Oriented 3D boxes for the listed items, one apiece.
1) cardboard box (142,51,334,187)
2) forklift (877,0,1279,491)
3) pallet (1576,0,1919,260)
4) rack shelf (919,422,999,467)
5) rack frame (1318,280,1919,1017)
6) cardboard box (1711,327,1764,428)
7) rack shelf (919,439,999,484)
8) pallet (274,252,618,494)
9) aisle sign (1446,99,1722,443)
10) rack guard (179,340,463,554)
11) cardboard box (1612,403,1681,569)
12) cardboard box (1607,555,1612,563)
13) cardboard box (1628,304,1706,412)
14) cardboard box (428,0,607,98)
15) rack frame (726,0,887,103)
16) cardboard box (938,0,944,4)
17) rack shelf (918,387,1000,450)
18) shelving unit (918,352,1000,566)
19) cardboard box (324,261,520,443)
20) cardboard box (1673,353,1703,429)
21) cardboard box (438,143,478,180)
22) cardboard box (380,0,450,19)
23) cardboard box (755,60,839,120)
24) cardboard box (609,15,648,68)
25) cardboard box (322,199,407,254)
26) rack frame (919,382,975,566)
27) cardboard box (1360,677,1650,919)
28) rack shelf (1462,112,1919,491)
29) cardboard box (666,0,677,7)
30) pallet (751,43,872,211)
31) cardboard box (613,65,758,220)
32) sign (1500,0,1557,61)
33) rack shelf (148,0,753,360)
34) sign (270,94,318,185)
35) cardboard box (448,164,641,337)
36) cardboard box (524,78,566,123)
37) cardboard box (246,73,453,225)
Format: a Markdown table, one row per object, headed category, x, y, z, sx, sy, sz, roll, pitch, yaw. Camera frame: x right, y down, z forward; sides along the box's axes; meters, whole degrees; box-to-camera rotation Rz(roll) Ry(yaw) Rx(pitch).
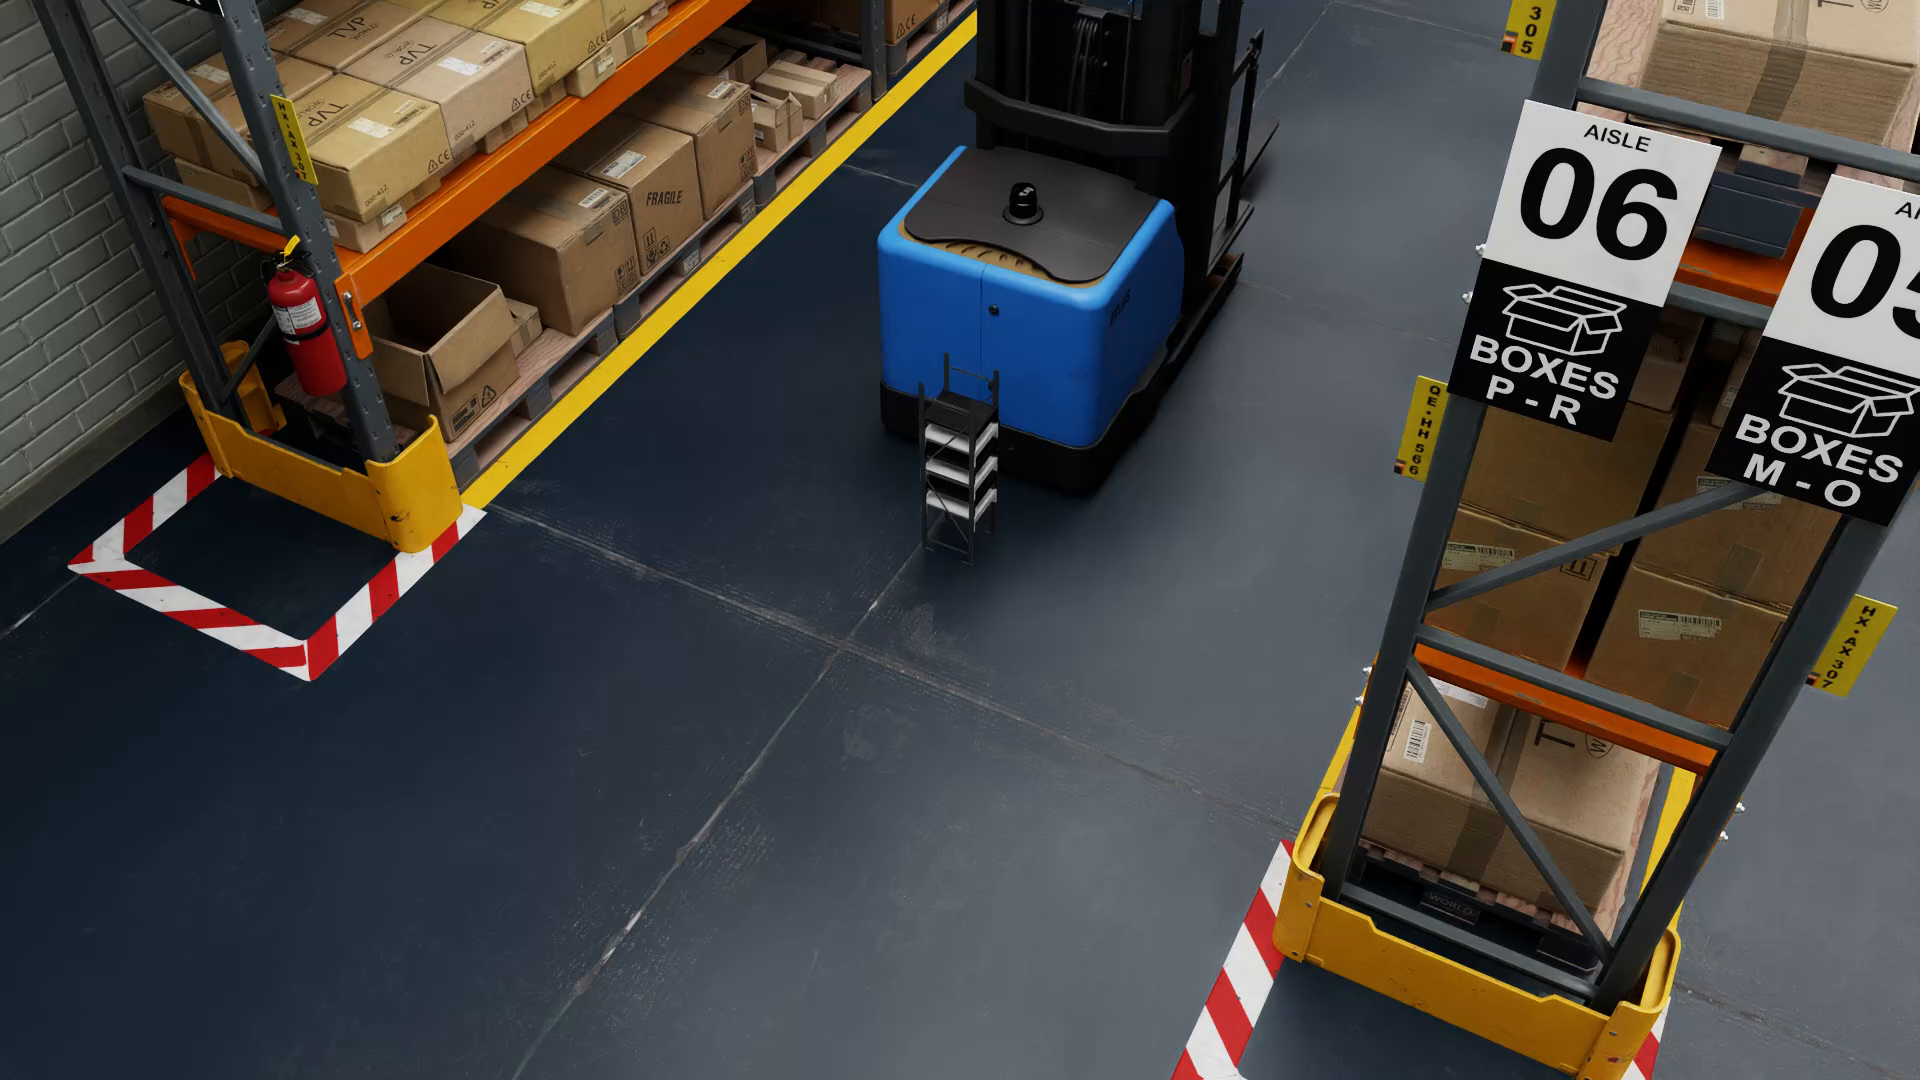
| category | x | y | z | sx | sy | sz | roll | pitch | yaw |
| --- | --- | --- | --- | --- | --- | --- | --- | --- | --- |
| cardboard box | -2.768 | -1.664 | 6.461 | 0.500 | 0.250 | 0.500 | 22 | 49 | 20 |
| forklift | 0.751 | -2.296 | 7.238 | 1.130 | 2.935 | 3.031 | 19 | 48 | 18 |
| pallet | 1.987 | -1.092 | 3.954 | 1.003 | 0.211 | 1.213 | 20 | 49 | 19 |
| rack shelf | -0.004 | -0.414 | 6.600 | 0.258 | 0.077 | 0.200 | 20 | 49 | 19 |
| rack frame | 1.651 | 0.402 | 4.524 | 1.000 | 3.000 | 0.127 | 20 | 49 | 19 |
| cardboard box | 2.061 | -0.345 | 4.032 | 0.380 | 0.149 | 0.250 | 21 | 49 | 20 |
| rack shelf | -0.004 | -0.351 | 6.664 | 0.258 | 0.077 | 0.200 | 20 | 49 | 19 |
| pallet | -2.342 | -0.805 | 7.677 | 1.003 | 0.211 | 1.213 | 20 | 49 | 19 |
| aisle sign | 1.343 | -0.569 | 3.655 | 0.394 | 0.787 | 0.004 | 20 | 49 | 19 |
| rack guard | -2.711 | -0.404 | 7.077 | 1.175 | 0.500 | 0.348 | 20 | 49 | 19 |
| cardboard box | 2.339 | -0.169 | 5.017 | 0.500 | 0.500 | 0.500 | 20 | 49 | 19 |
| cardboard box | 1.887 | -0.336 | 5.182 | 0.500 | 0.500 | 0.500 | 19 | 48 | 18 |
| cardboard box | 1.641 | -0.505 | 4.190 | 0.380 | 0.149 | 0.250 | 21 | 49 | 20 |
| cardboard box | -1.831 | -2.121 | 6.914 | 0.500 | 0.250 | 0.500 | 20 | 49 | 18 |
| rack frame | -0.890 | -3.754 | 8.631 | 1.000 | 3.000 | 0.127 | 20 | 49 | 19 |
| cardboard box | -0.228 | -3.592 | 9.934 | 0.500 | 0.500 | 0.500 | 20 | 49 | 19 |
| rack shelf | -0.004 | -0.478 | 6.536 | 0.258 | 0.077 | 0.200 | 20 | 49 | 19 |
| shelving unit | -0.004 | -0.311 | 6.705 | 0.258 | 0.900 | 0.210 | 20 | 49 | 19 |
| cardboard box | -2.379 | -0.859 | 7.229 | 0.797 | 0.503 | 0.637 | 19 | 48 | 18 |
| cardboard box | 2.360 | -0.521 | 4.662 | 0.500 | 0.500 | 0.500 | 19 | 48 | 18 |
| cardboard box | -2.183 | -1.615 | 6.694 | 0.380 | 0.149 | 0.250 | 20 | 49 | 19 |
| cardboard box | -2.294 | -2.299 | 7.089 | 0.500 | 0.250 | 0.500 | 22 | 49 | 20 |
| cardboard box | -0.888 | -2.452 | 9.053 | 0.380 | 0.149 | 0.250 | 19 | 48 | 18 |
| cardboard box | -1.605 | -2.230 | 7.302 | 0.380 | 0.149 | 0.250 | 22 | 49 | 20 |
| cardboard box | -2.351 | -1.263 | 6.345 | 0.380 | 0.149 | 0.250 | 20 | 49 | 19 |
| rack frame | -0.051 | -0.247 | 6.641 | 0.240 | 0.900 | 0.006 | 20 | 49 | 19 |
| cardboard box | 1.869 | 0.706 | 5.729 | 0.875 | 0.438 | 0.875 | 19 | 48 | 18 |
| rack shelf | 2.580 | -1.659 | 4.958 | 1.077 | 0.370 | 4.000 | 20 | 49 | 19 |
| cardboard box | -1.473 | -2.587 | 7.654 | 0.380 | 0.149 | 0.250 | 21 | 49 | 20 |
| pallet | -1.210 | -2.342 | 9.196 | 1.003 | 0.211 | 1.213 | 20 | 49 | 19 |
| cardboard box | -1.466 | -2.037 | 8.396 | 0.700 | 0.500 | 0.500 | 19 | 48 | 18 |
| sign | 1.177 | -1.124 | 3.356 | 0.100 | 0.325 | 0.005 | 20 | 49 | 19 |
| rack shelf | -1.818 | -2.241 | 7.642 | 1.077 | 0.370 | 4.000 | 20 | 49 | 19 |
| sign | -2.266 | -1.360 | 5.656 | 0.100 | 0.325 | 0.005 | 20 | 49 | 19 |
| cardboard box | -1.948 | -1.383 | 7.750 | 0.700 | 0.500 | 0.500 | 22 | 49 | 21 |
| cardboard box | -1.893 | -1.923 | 6.998 | 0.380 | 0.149 | 0.250 | 21 | 49 | 20 |
| cardboard box | -2.297 | -1.483 | 6.283 | 0.500 | 0.250 | 0.500 | 21 | 49 | 19 |
